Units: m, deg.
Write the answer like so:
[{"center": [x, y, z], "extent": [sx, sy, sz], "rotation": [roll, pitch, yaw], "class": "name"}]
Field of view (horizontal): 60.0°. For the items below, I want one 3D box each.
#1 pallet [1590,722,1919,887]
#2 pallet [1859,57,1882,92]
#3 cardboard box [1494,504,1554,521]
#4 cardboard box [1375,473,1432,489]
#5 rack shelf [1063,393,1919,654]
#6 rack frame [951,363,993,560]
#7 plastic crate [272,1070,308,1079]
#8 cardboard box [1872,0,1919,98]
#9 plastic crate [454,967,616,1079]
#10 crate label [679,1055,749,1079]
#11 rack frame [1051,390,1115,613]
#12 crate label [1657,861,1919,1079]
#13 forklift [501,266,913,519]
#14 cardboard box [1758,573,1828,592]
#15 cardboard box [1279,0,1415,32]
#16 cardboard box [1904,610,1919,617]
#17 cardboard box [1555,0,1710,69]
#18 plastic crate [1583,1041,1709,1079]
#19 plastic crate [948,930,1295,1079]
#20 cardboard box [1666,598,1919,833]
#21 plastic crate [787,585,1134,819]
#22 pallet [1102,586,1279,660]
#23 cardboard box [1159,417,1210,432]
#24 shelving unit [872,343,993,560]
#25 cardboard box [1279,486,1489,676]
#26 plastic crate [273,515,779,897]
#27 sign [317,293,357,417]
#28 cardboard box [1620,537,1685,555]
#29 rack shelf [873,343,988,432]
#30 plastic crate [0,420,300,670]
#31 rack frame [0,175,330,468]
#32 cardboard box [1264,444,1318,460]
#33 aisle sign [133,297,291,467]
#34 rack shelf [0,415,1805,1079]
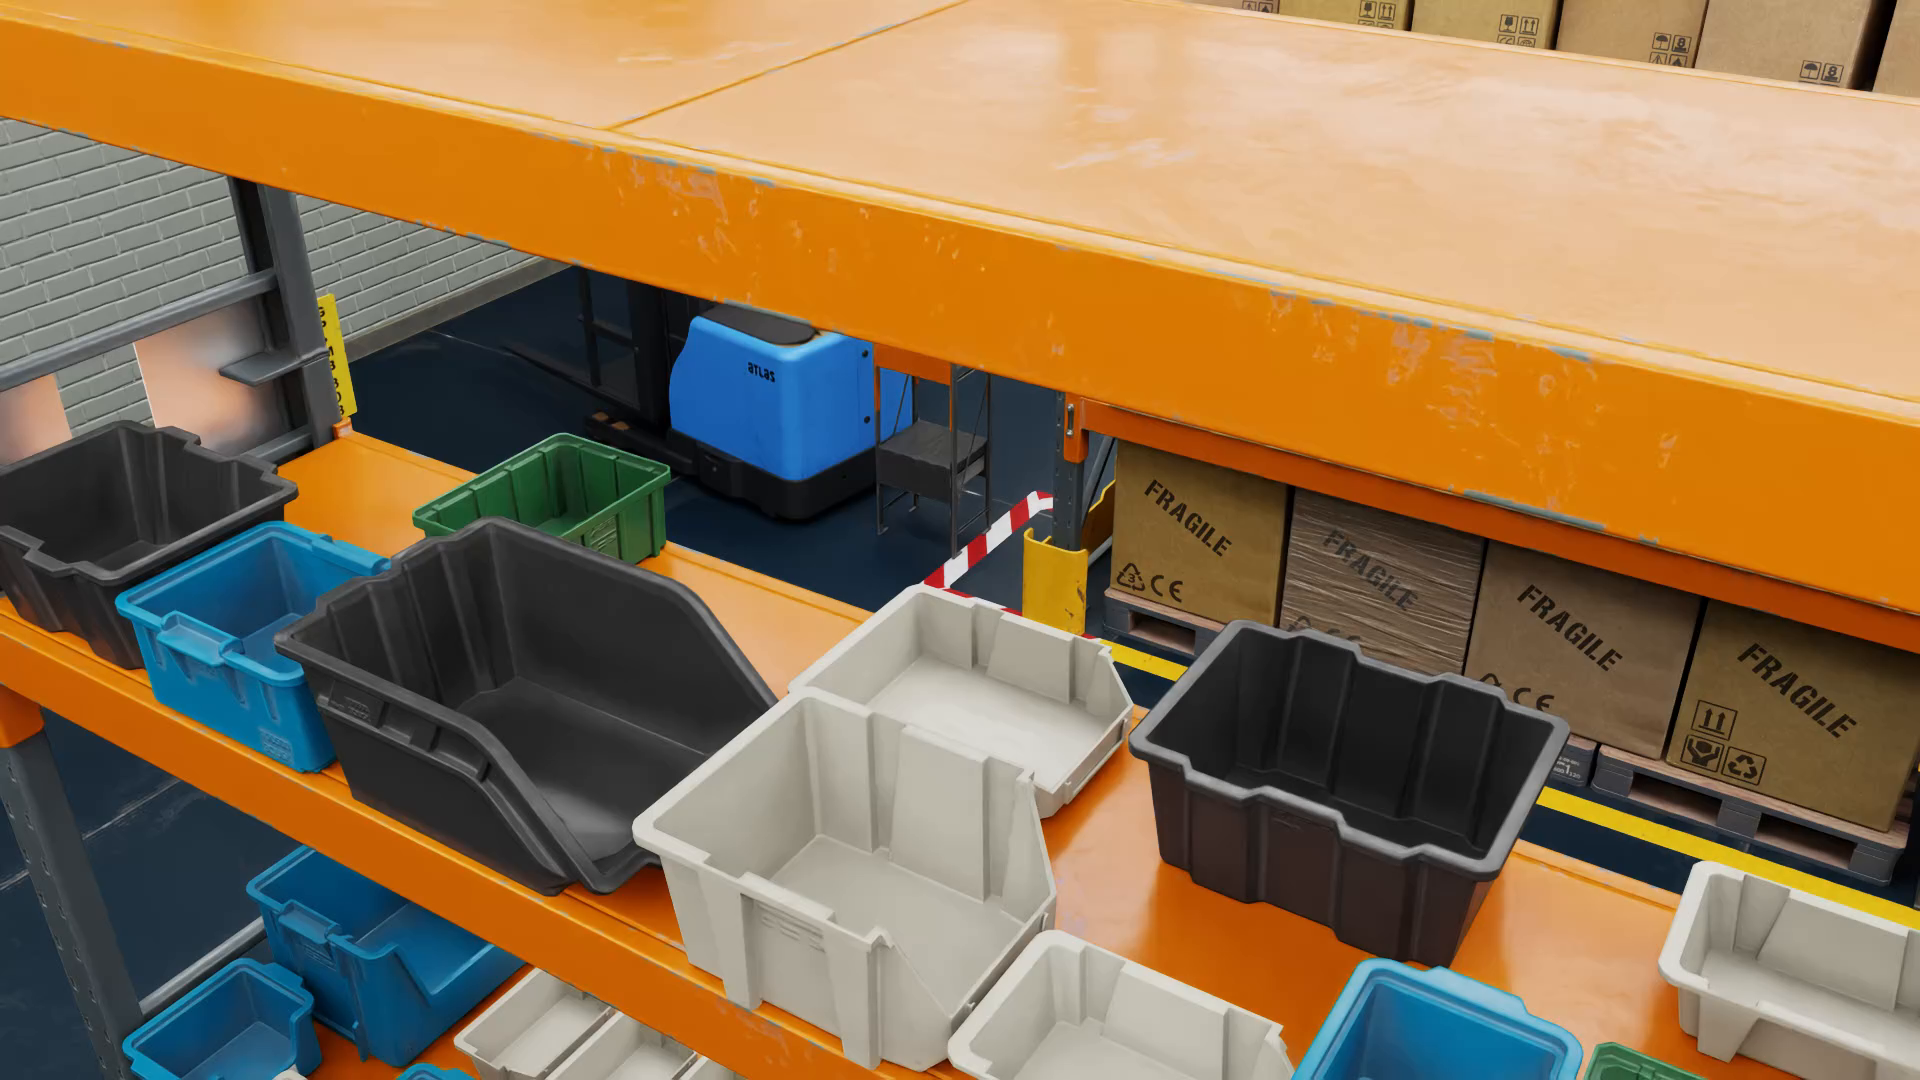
[{"center": [3.556, 0.963, 7.389], "extent": [1.213, 0.211, 1.003], "rotation": [18, 35, 27], "class": "pallet"}, {"center": [3.471, -1.485, 5.930], "extent": [1.213, 0.211, 1.003], "rotation": [18, 35, 27], "class": "pallet"}, {"center": [2.422, -0.250, 6.952], "extent": [0.250, 0.149, 0.380], "rotation": [18, 35, 28], "class": "cardboard box"}, {"center": [1.986, -0.388, 7.187], "extent": [0.250, 0.149, 0.380], "rotation": [17, 34, 27], "class": "cardboard box"}, {"center": [2.464, -0.229, 7.380], "extent": [4.000, 0.370, 1.077], "rotation": [18, 35, 27], "class": "rack shelf"}, {"center": [0.066, -0.886, 8.685], "extent": [0.015, 2.100, 0.400], "rotation": [18, 35, 27], "class": "rack frame"}, {"center": [-1.601, 1.454, 3.983], "extent": [0.298, 0.136, 0.250], "rotation": [18, 35, 27], "class": "plastic crate"}, {"center": [3.464, -1.752, 5.684], "extent": [0.500, 0.500, 0.700], "rotation": [15, 34, 25], "class": "cardboard box"}, {"center": [-1.076, 1.267, 4.303], "extent": [0.243, 0.136, 0.396], "rotation": [18, 35, 27], "class": "plastic crate"}, {"center": [-0.589, 1.415, 4.049], "extent": [0.243, 0.136, 0.396], "rotation": [18, 35, 27], "class": "crate label"}, {"center": [0.770, -1.076, 8.117], "extent": [0.127, 3.000, 1.000], "rotation": [18, 35, 27], "class": "rack frame"}, {"center": [1.264, 0.674, 2.404], "extent": [0.466, 0.136, 0.293], "rotation": [18, 35, 27], "class": "crate label"}, {"center": [-1.694, -1.999, 9.769], "extent": [3.031, 2.935, 1.130], "rotation": [24, 38, 35], "class": "forklift"}, {"center": [3.291, 0.025, 6.480], "extent": [0.250, 0.149, 0.380], "rotation": [17, 34, 27], "class": "cardboard box"}, {"center": [1.652, -2.320, 6.659], "extent": [0.500, 0.500, 0.700], "rotation": [16, 34, 26], "class": "cardboard box"}, {"center": [3.726, 0.163, 6.244], "extent": [0.250, 0.149, 0.380], "rotation": [18, 35, 28], "class": "cardboard box"}, {"center": [2.643, -2.098, 6.278], "extent": [0.500, 0.500, 0.700], "rotation": [19, 35, 29], "class": "cardboard box"}, {"center": [1.006, 0.921, 1.928], "extent": [0.662, 0.188, 0.450], "rotation": [18, 35, 27], "class": "plastic crate"}, {"center": [0.246, 0.750, 2.273], "extent": [0.466, 0.136, 0.293], "rotation": [18, 35, 27], "class": "plastic crate"}, {"center": [3.642, 0.521, 7.072], "extent": [0.875, 0.875, 0.875], "rotation": [18, 35, 27], "class": "cardboard box"}, {"center": [0.019, 0.304, 3.037], "extent": [0.530, 0.136, 0.437], "rotation": [18, 35, 27], "class": "plastic crate"}, {"center": [1.489, 0.310, 8.510], "extent": [1.213, 0.211, 1.003], "rotation": [18, 35, 27], "class": "pallet"}, {"center": [1.114, -0.663, 7.659], "extent": [0.250, 0.149, 0.380], "rotation": [17, 34, 27], "class": "cardboard box"}, {"center": [-0.140, -0.951, 8.797], "extent": [0.503, 2.100, 0.431], "rotation": [18, 35, 27], "class": "shelving unit"}, {"center": [2.126, 0.042, 7.894], "extent": [0.875, 0.875, 0.875], "rotation": [18, 35, 27], "class": "cardboard box"}, {"center": [-0.715, 0.296, 2.851], "extent": [0.767, 0.338, 0.504], "rotation": [18, 35, 27], "class": "plastic crate"}, {"center": [-1.584, -0.451, 4.174], "extent": [0.005, 0.325, 0.100], "rotation": [18, 35, 27], "class": "sign"}, {"center": [2.854, -0.113, 6.716], "extent": [0.250, 0.149, 0.380], "rotation": [18, 35, 28], "class": "cardboard box"}, {"center": [-0.140, -0.940, 8.804], "extent": [0.480, 0.518, 0.431], "rotation": [18, 35, 27], "class": "rack shelf"}, {"center": [-1.685, 0.021, 3.390], "extent": [0.590, 0.269, 0.497], "rotation": [18, 35, 27], "class": "plastic crate"}, {"center": [-1.863, -1.553, 2.982], "extent": [0.127, 3.000, 1.000], "rotation": [18, 35, 27], "class": "rack frame"}, {"center": [1.552, -0.525, 7.423], "extent": [0.250, 0.149, 0.380], "rotation": [17, 34, 27], "class": "cardboard box"}, {"center": [-1.768, -0.229, 4.086], "extent": [0.004, 0.787, 0.394], "rotation": [18, 35, 27], "class": "aisle sign"}, {"center": [-0.169, 0.589, 3.001], "extent": [4.000, 0.370, 1.077], "rotation": [18, 35, 27], "class": "rack shelf"}]
